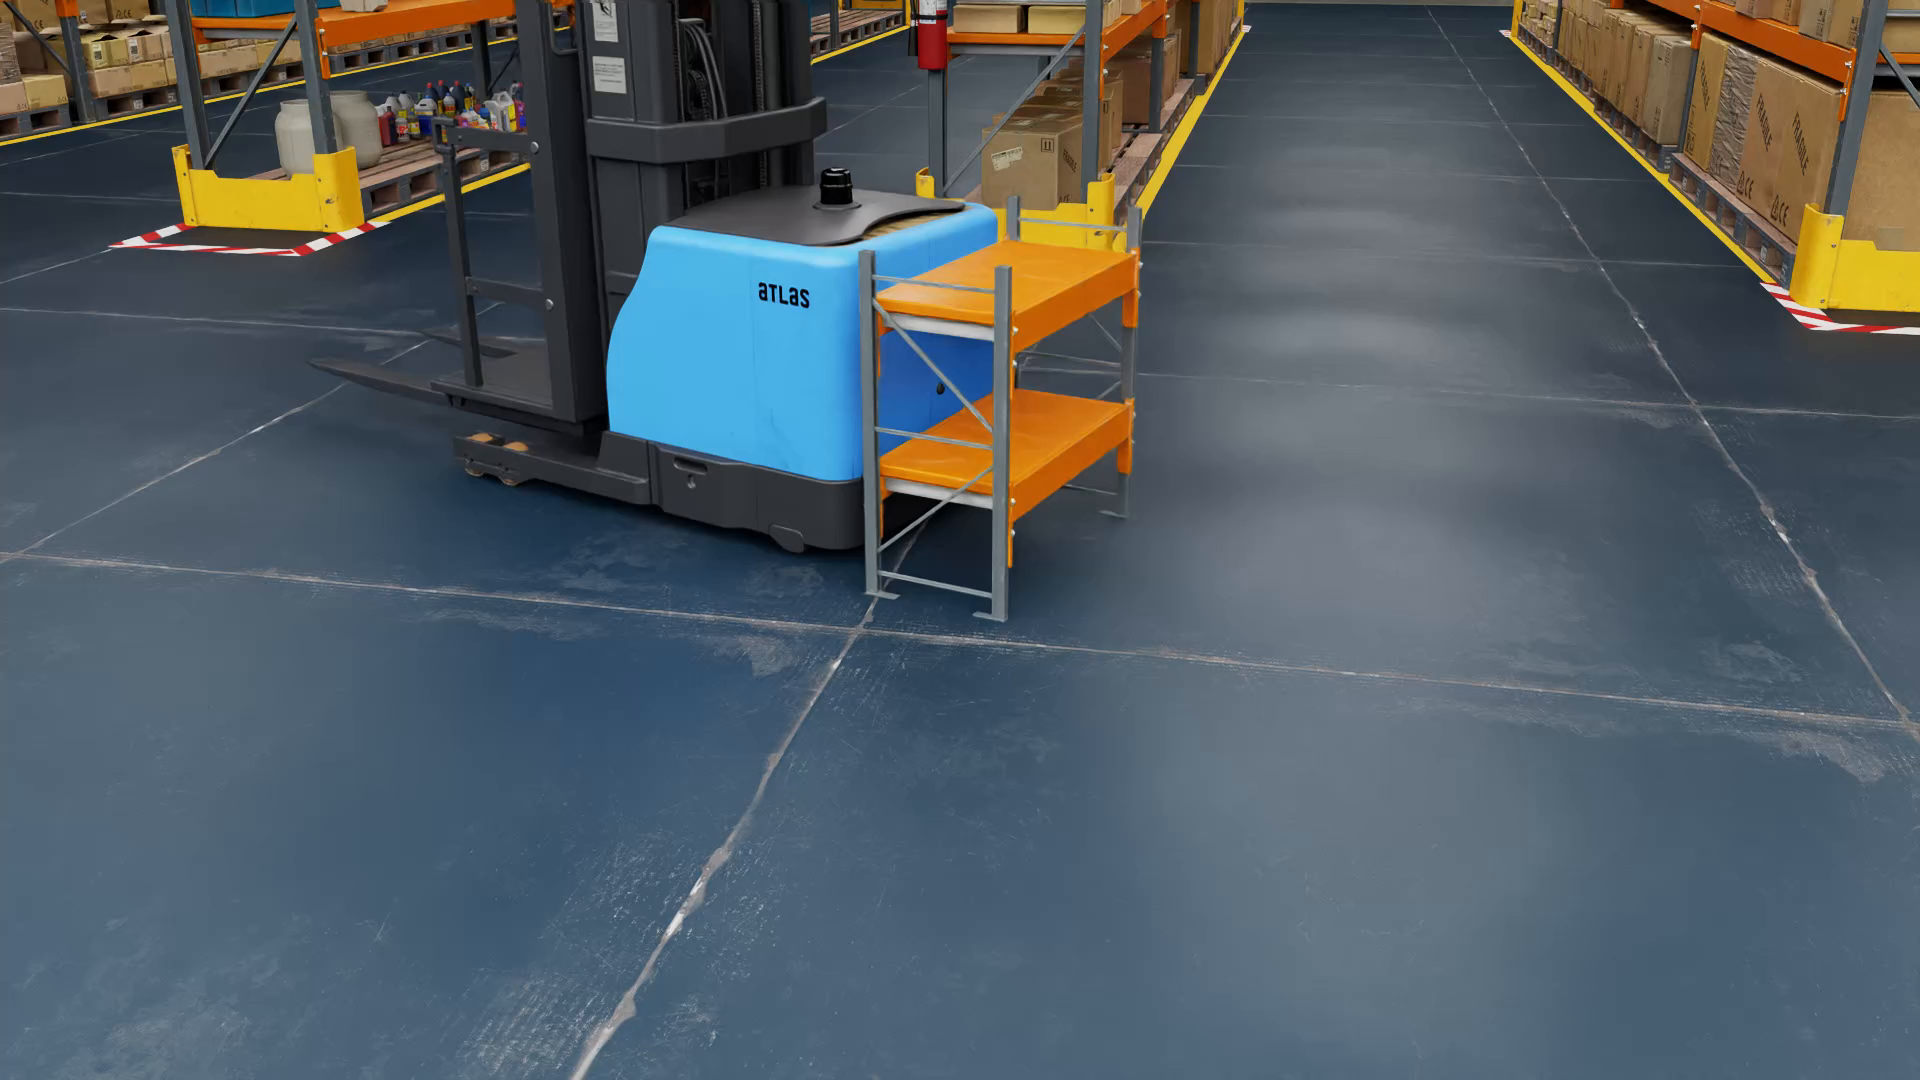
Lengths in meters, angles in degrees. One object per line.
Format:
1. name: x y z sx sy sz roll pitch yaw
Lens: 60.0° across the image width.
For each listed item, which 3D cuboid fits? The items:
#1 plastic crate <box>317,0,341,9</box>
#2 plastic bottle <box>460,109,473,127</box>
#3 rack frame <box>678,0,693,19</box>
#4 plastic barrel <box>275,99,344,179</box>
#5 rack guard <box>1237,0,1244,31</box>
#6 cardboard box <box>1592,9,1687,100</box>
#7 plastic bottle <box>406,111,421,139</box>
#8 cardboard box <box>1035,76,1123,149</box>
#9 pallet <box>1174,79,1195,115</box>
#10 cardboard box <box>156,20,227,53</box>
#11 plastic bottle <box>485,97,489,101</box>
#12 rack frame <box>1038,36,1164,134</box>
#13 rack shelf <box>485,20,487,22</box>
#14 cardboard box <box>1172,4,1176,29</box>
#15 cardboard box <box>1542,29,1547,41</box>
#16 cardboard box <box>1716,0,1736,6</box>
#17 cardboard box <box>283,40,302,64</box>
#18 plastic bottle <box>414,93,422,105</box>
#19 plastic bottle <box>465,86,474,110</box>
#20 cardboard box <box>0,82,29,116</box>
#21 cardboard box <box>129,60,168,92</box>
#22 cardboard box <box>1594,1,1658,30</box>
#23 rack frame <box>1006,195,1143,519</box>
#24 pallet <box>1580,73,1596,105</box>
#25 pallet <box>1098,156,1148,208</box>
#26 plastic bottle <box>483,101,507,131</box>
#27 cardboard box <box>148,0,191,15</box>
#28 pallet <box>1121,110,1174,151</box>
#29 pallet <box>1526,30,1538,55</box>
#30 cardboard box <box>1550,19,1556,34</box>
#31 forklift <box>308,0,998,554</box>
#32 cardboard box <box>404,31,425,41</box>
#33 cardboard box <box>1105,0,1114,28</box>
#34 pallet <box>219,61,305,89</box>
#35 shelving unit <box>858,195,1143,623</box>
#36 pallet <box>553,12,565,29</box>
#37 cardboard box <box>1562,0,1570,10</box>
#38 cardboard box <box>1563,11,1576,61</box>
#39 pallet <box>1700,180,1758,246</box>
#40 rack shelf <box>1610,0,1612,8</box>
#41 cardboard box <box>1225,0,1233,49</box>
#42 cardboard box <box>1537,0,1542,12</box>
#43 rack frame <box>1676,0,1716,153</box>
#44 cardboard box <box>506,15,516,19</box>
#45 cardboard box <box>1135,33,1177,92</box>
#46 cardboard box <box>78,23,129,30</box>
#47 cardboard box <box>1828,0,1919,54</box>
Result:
1. plastic crate: -4.586 -3.839 11.569 0.499 0.251 0.408 4 22 11
2. plastic bottle: -3.788 -3.168 12.768 0.097 0.271 0.097 0 22 0
3. rack frame: -2.901 -6.391 17.706 1.000 3.000 0.127 4 22 11
4. plastic barrel: -4.474 -2.752 11.440 0.421 0.512 0.421 0 22 0
5. rack guard: 3.585 -7.788 24.522 1.175 0.500 0.348 4 22 11
6. cardboard box: 6.571 -4.533 15.544 1.050 0.750 0.750 4 22 10
7. plastic bottle: -4.324 -3.284 13.150 0.097 0.201 0.097 0 22 0
8. cardboard box: 0.901 -3.232 12.648 0.500 0.500 0.500 12 25 28
9. pallet: 1.787 -4.434 16.580 1.003 0.211 1.213 4 22 11
10. cardboard box: -7.925 -5.181 17.070 0.500 0.311 0.500 5 22 12
11. plastic bottle: -3.777 -3.424 13.388 0.061 0.283 0.133 4 22 11
12. rack frame: 1.132 -4.550 13.136 1.000 3.000 0.127 4 22 11
13. rack shelf: -3.309 -5.325 16.024 1.077 0.370 4.000 4 22 11
14. cardboard box: 1.841 -5.158 16.399 0.500 0.250 0.500 5 23 13
15. cardboard box: 7.471 -6.293 20.717 0.380 0.149 0.250 4 22 9
16. cardboard box: 5.903 -4.069 11.740 0.875 0.550 0.550 4 22 11
17. cardboard box: -7.618 -5.478 18.558 0.500 0.250 0.500 5 22 12
18. plastic bottle: -4.401 -3.482 13.531 0.061 0.283 0.133 5 23 13
19. plastic bottle: -4.146 -3.660 13.974 0.061 0.283 0.133 4 22 11
20. cardboard box: -8.558 -3.858 14.535 0.500 0.250 0.500 4 22 11
21. cardboard box: -8.135 -4.541 16.233 0.500 0.250 0.500 5 22 12
22. cardboard box: 6.666 -5.251 16.657 0.500 0.250 0.500 4 22 10
23. rack frame: 0.392 -0.646 5.951 0.500 1.125 0.032 11 24 25
24. pallet: 6.944 -4.590 16.968 1.003 0.211 1.213 4 22 11
25. pallet: 0.783 -2.561 11.929 1.003 0.211 1.213 4 22 11
26. plastic bottle: -3.708 -3.363 13.247 0.152 0.276 0.135 5 22 12
27. cardboard box: -11.530 -7.910 24.262 0.700 0.500 0.500 5 22 12
28. pallet: 1.289 -3.541 14.364 1.003 0.211 1.213 4 22 11
29. pallet: 7.948 -6.463 21.619 1.003 0.211 1.213 4 22 11
30. cardboard box: 7.352 -6.211 20.115 0.380 0.149 0.250 5 22 12
31. forklift: -1.363 -1.717 6.192 3.031 2.935 1.130 14 26 30
32. cardboard box: -7.067 -6.525 20.797 0.500 0.500 0.500 4 22 9
33. cardboard box: 0.743 -3.237 10.212 0.380 0.149 0.250 4 22 11
34. pallet: -7.955 -5.178 18.428 1.003 0.211 1.213 4 22 11
35. shelving unit: 0.158 -0.477 5.533 0.538 1.125 1.048 11 24 25
36. pallet: -6.545 -7.637 24.535 1.003 0.211 1.213 4 22 11
37. cardboard box: 7.190 -6.194 18.998 0.500 0.250 0.500 3 22 9
38. cardboard box: 7.082 -5.652 18.657 0.500 0.500 0.500 5 23 13
39. pallet: 5.488 -2.122 10.840 1.003 0.211 1.213 4 22 11
40. rack shelf: 7.191 -5.996 17.689 1.077 0.370 4.000 4 22 11
41. cardboard box: 2.653 -6.450 20.134 1.225 0.875 0.875 5 22 11
42. cardboard box: 7.611 -6.842 21.284 0.380 0.149 0.250 4 22 9
43. rack frame: 5.967 -4.135 12.106 1.000 3.000 0.127 4 22 11
44. cardboard box: -6.469 -7.576 23.854 0.380 0.166 0.250 4 22 11
45. cardboard box: 1.730 -4.607 16.035 0.700 0.500 0.500 3 22 6
46. cardboard box: -8.559 -5.029 16.694 0.500 0.311 0.500 4 22 11
47. cardboard box: 5.182 -2.881 8.791 0.875 0.550 0.550 4 22 11
